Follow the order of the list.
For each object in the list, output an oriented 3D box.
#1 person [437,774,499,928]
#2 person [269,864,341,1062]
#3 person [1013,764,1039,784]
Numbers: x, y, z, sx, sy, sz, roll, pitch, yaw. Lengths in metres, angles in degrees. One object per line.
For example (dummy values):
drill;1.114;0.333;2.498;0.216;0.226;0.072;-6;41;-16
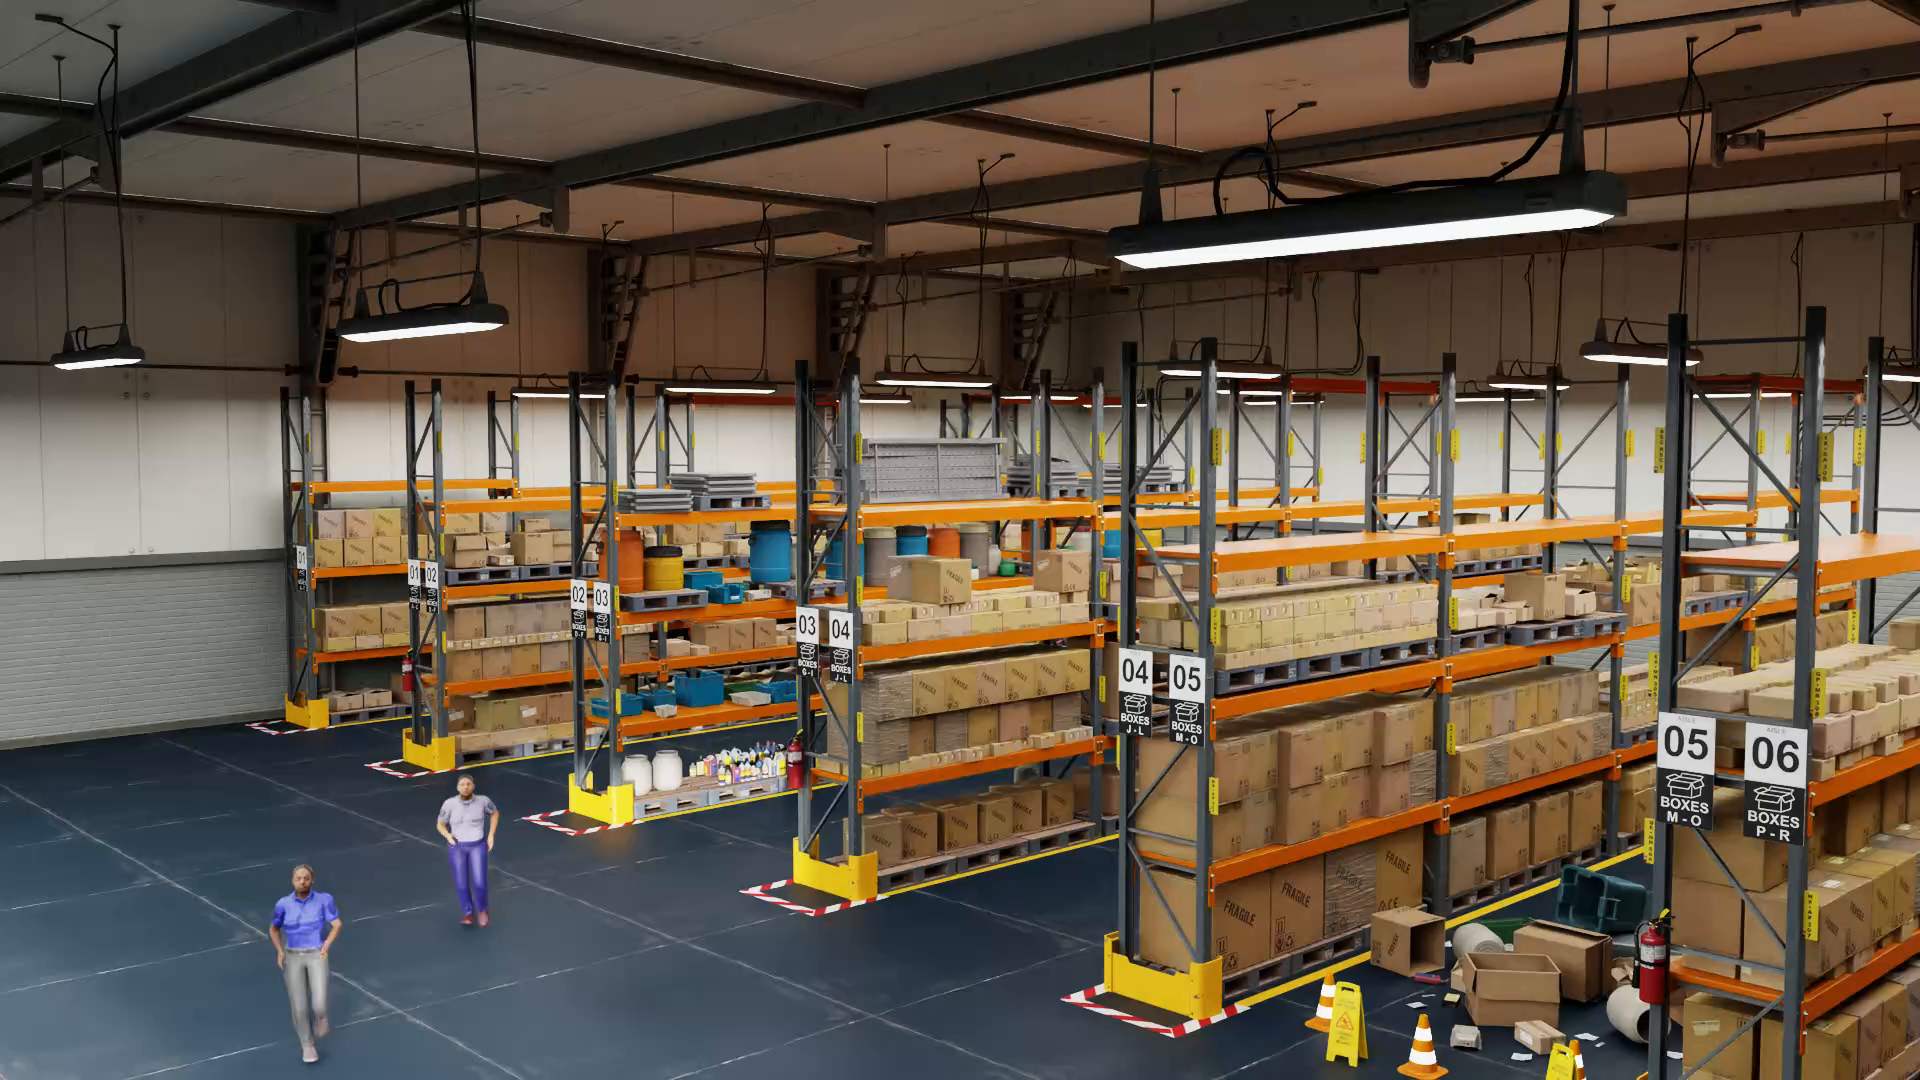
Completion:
person;-5.129;3.252;17.317;0.610;1.637;0.620;-1;4;-11
person;-5.431;3.477;13.799;0.562;1.609;0.581;-1;4;-18
person;0.899;2.824;23.322;0.618;1.669;0.890;3;5;41
